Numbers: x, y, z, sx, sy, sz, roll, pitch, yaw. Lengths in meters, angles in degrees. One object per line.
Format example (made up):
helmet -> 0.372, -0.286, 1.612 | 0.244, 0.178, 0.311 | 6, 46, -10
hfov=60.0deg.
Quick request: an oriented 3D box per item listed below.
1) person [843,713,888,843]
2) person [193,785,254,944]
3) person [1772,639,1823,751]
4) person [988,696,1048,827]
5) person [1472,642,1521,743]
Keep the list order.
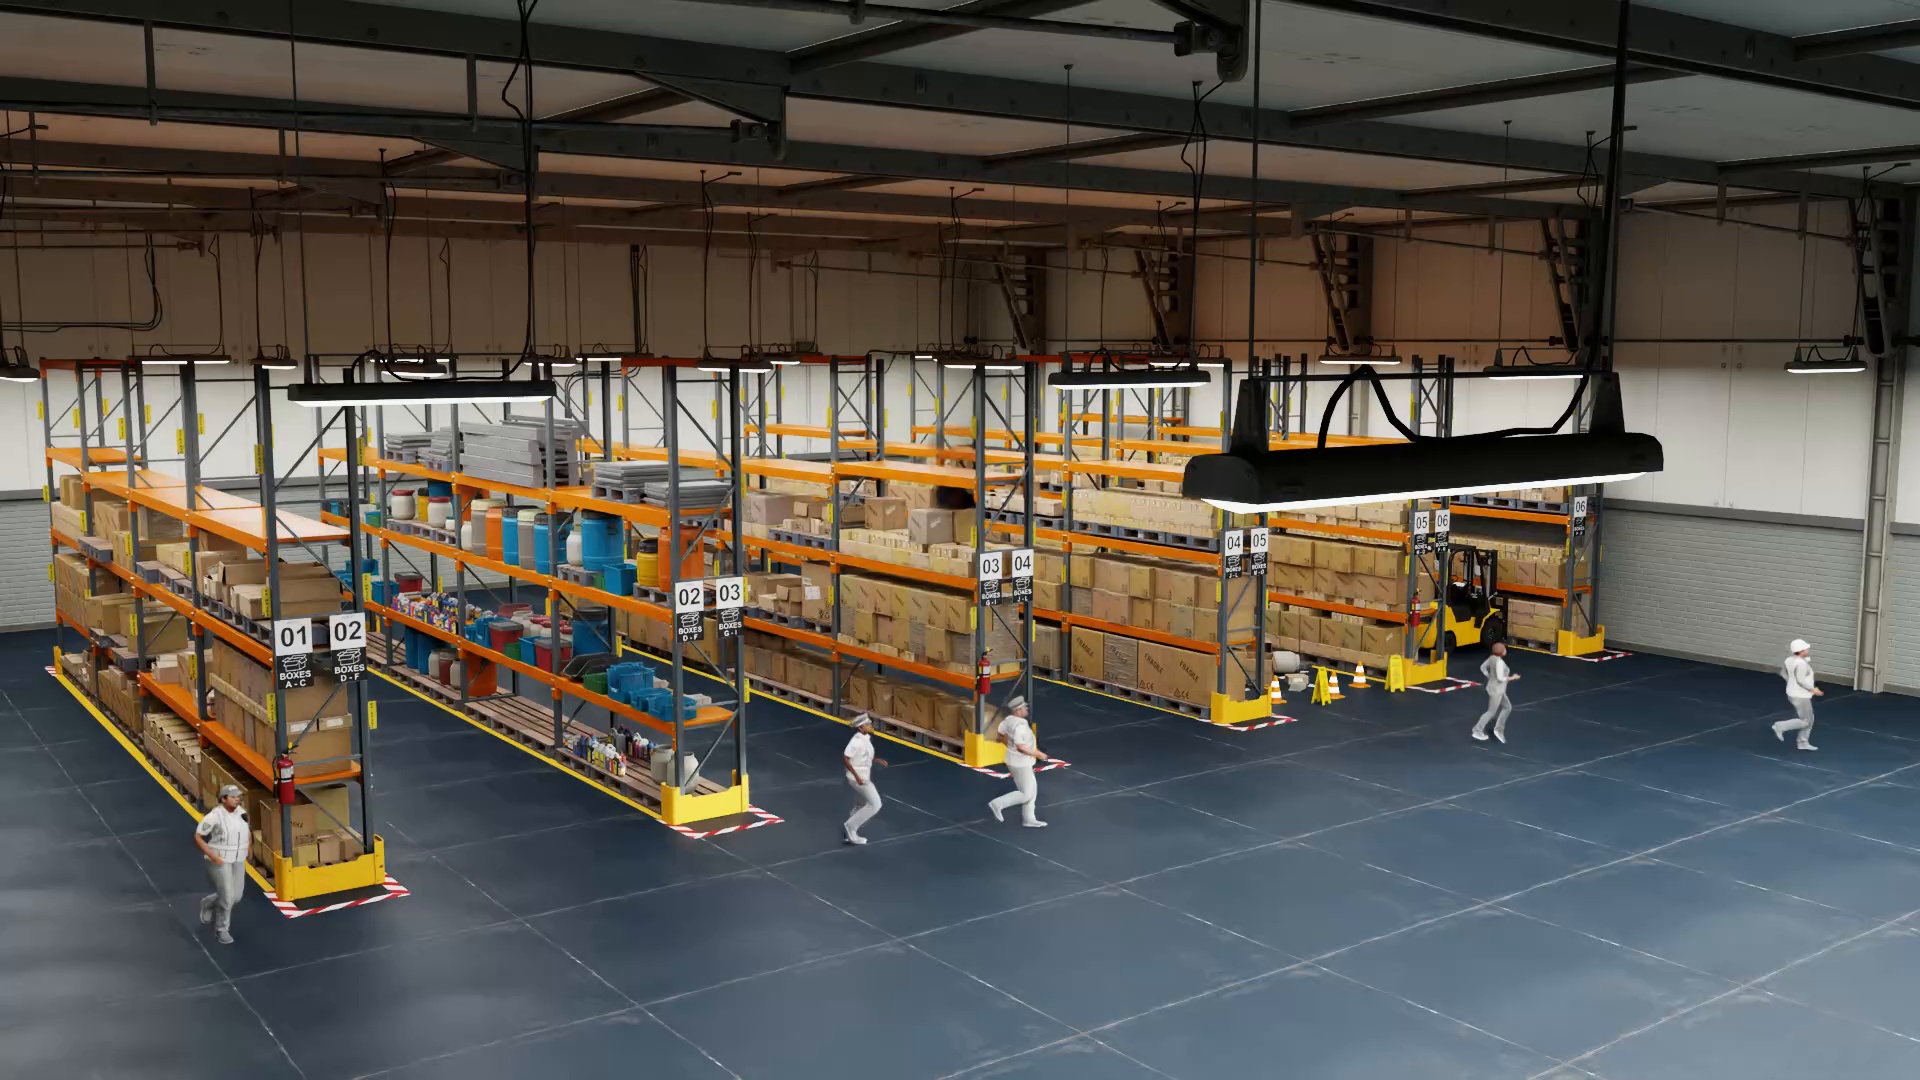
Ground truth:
person -> -1.194, 2.993, 20.962 | 0.564, 1.668, 0.561 | 0, 7, 0
person -> -7.857, 3.421, 17.796 | 0.628, 1.608, 0.676 | 4, 8, 29
person -> 12.924, 2.398, 25.696 | 0.733, 1.744, 0.661 | 1, 7, 7
person -> 0.738, 2.889, 21.548 | 0.825, 1.767, 0.664 | -2, 7, -15
person -> 8.428, 2.425, 26.135 | 0.702, 1.609, 0.513 | 1, 7, 10
